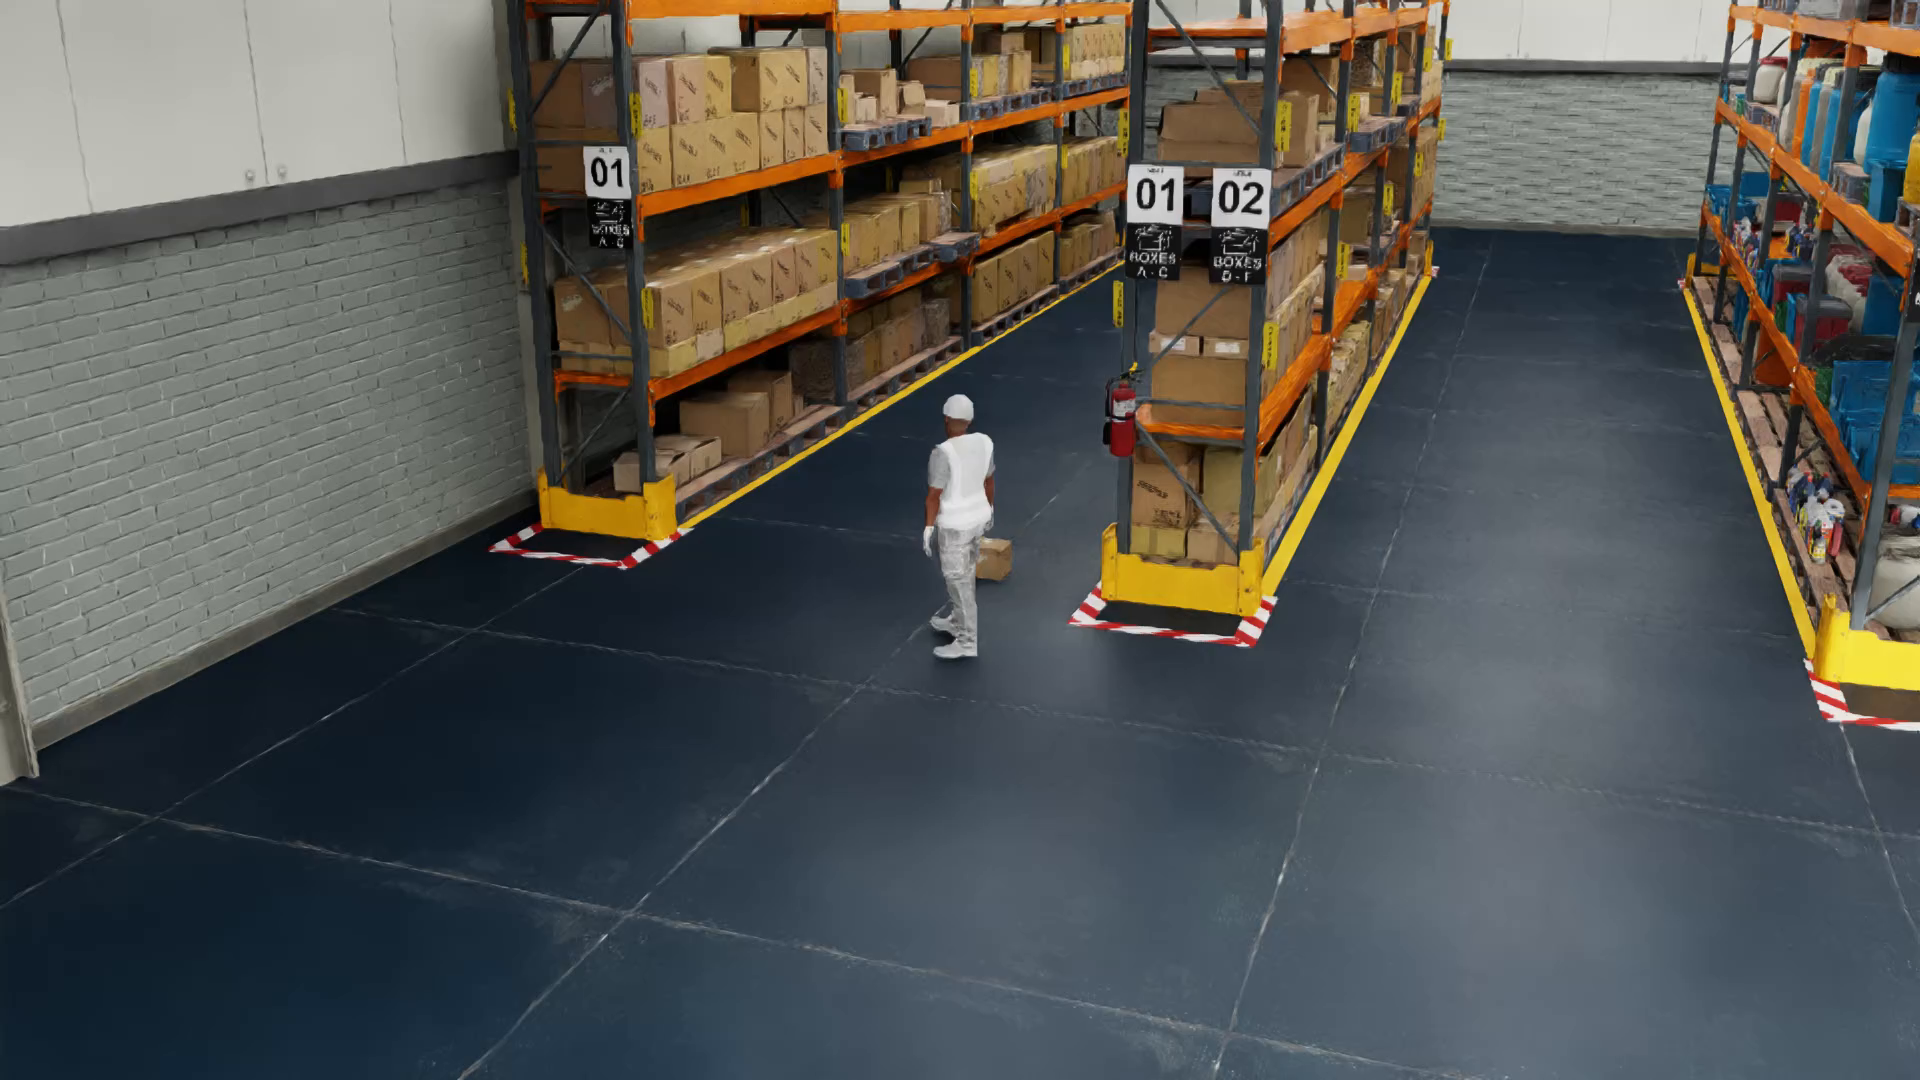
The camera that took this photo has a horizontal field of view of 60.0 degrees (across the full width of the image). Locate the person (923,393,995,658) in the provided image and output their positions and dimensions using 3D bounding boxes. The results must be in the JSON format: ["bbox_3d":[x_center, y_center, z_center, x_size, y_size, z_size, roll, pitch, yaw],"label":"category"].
[{"bbox_3d":[-0.035,-0.137,11.359,0.581,1.784,0.690,13,23,35],"label":"person"}]
